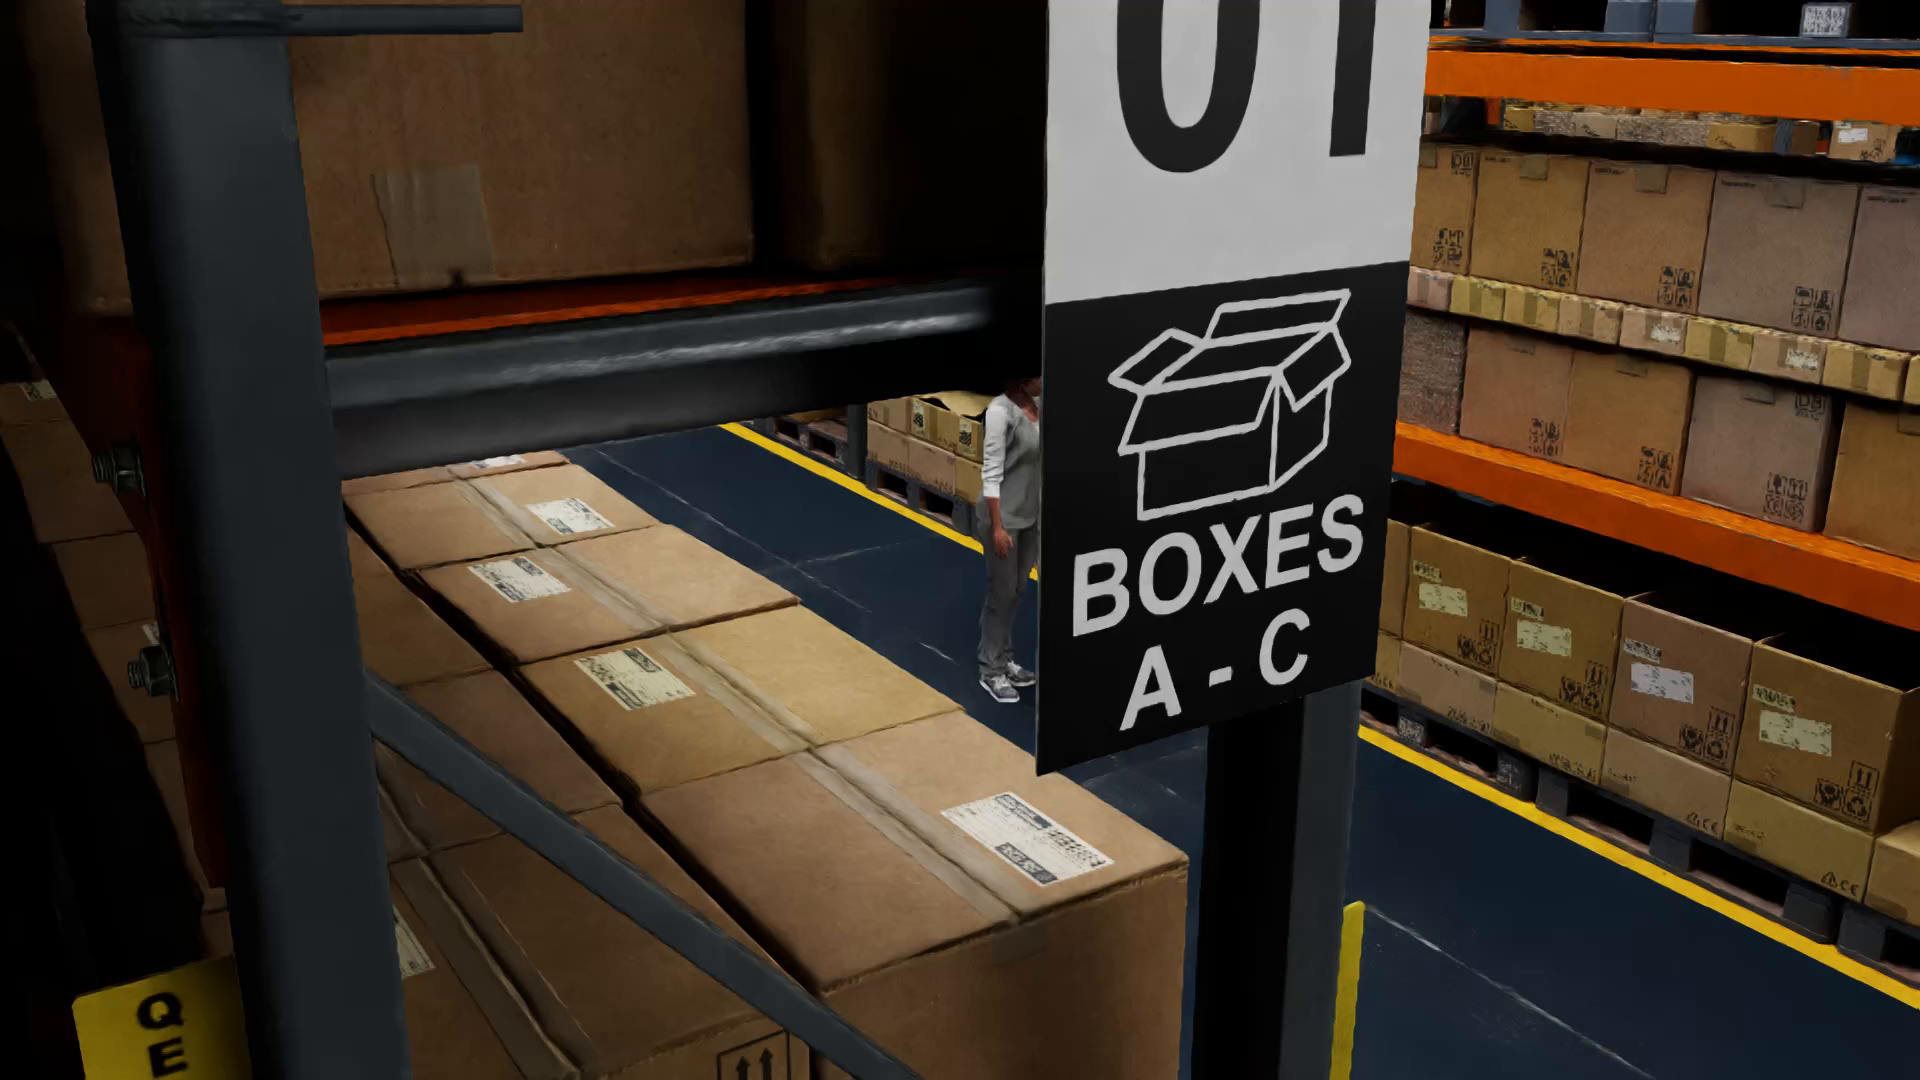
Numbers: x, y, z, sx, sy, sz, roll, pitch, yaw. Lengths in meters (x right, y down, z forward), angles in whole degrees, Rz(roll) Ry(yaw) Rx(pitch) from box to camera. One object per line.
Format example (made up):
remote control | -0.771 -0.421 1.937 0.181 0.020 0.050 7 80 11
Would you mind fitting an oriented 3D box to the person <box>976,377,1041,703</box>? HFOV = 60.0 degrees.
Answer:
person | 0.225 -0.088 7.326 0.369 1.608 0.464 12 22 33
